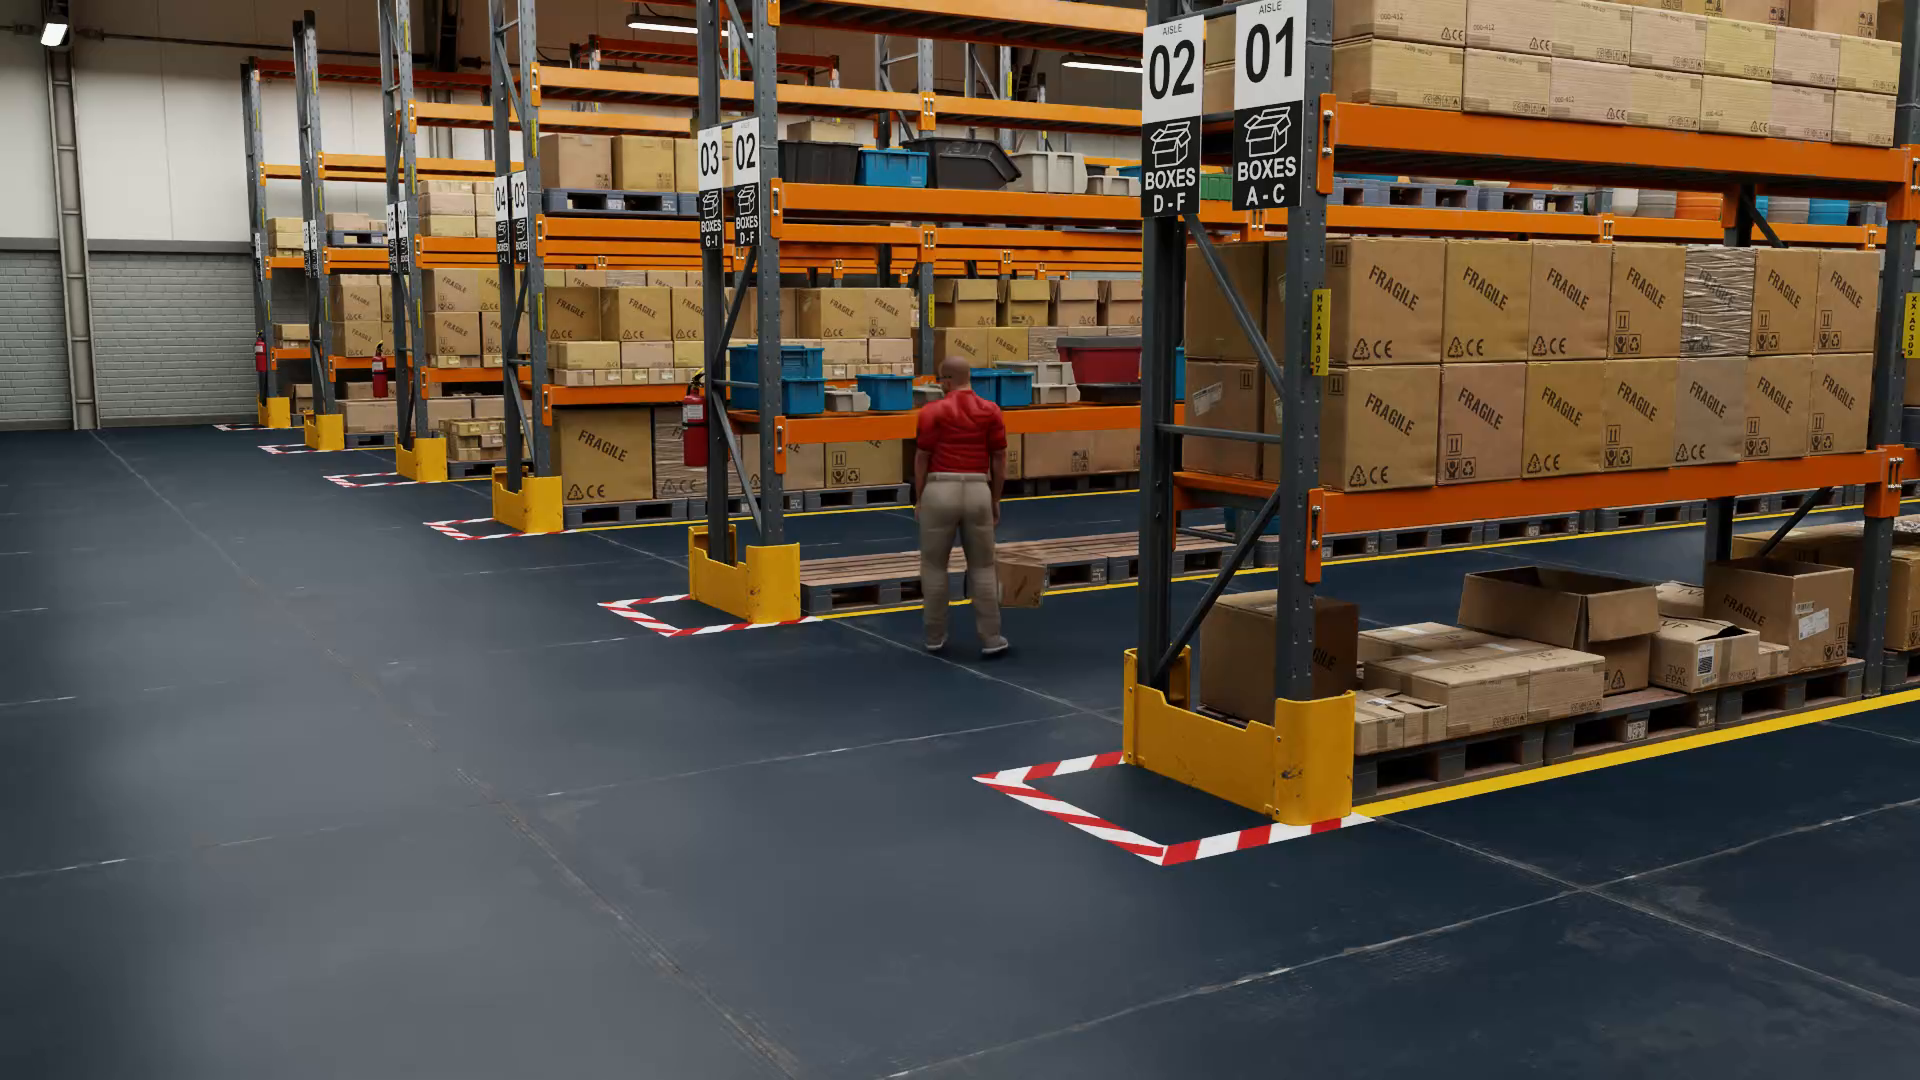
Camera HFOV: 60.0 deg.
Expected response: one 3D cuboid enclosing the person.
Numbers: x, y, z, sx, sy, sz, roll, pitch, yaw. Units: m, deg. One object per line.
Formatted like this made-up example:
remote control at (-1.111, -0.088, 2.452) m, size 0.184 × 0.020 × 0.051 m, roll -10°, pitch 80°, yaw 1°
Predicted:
person at (-0.004, -0.211, 9.704) m, size 0.580 × 1.735 × 0.514 m, roll -2°, pitch 8°, yaw -17°
